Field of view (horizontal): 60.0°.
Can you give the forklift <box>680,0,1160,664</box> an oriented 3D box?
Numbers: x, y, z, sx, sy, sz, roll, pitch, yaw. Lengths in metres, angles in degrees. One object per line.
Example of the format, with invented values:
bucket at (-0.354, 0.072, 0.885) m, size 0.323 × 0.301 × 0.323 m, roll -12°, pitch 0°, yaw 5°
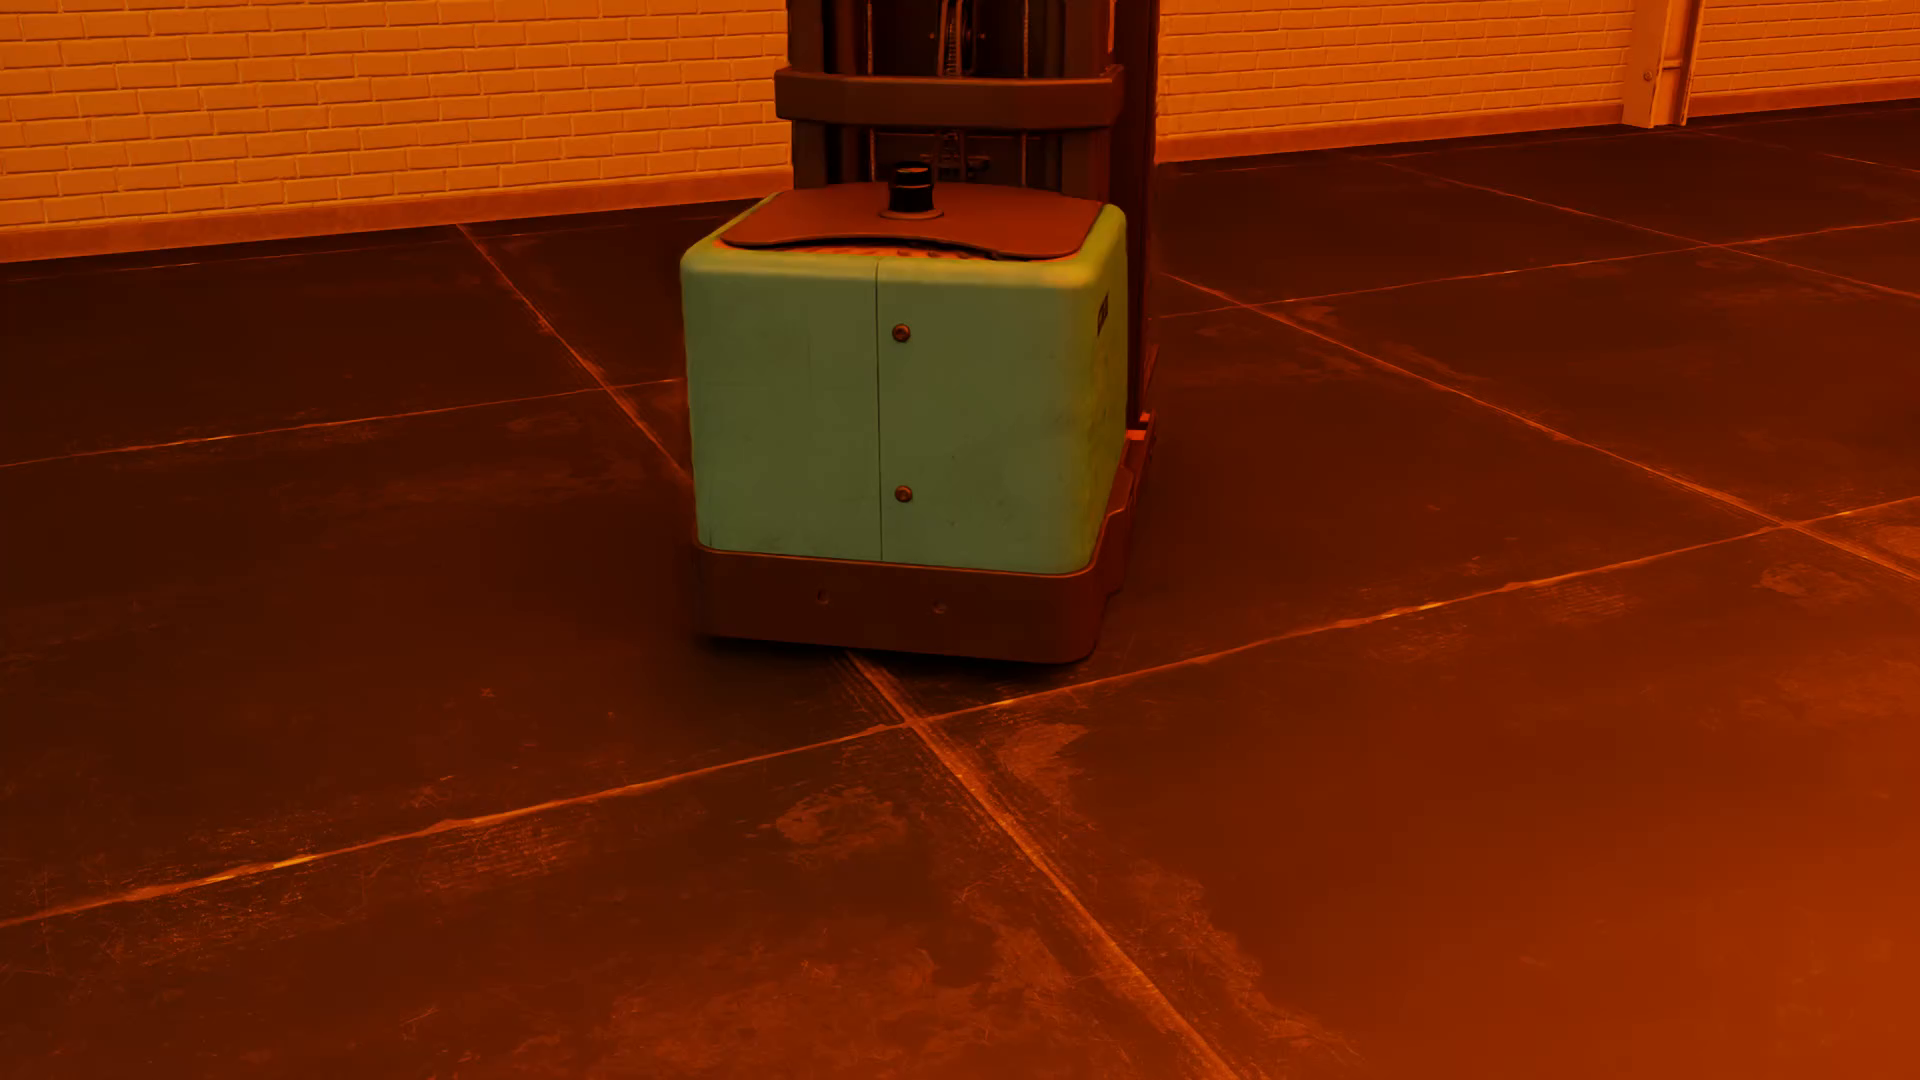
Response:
forklift at (0.080, -1.576, 5.081) m, size 1.130 × 2.935 × 3.031 m, roll 4°, pitch 23°, yaw 10°
